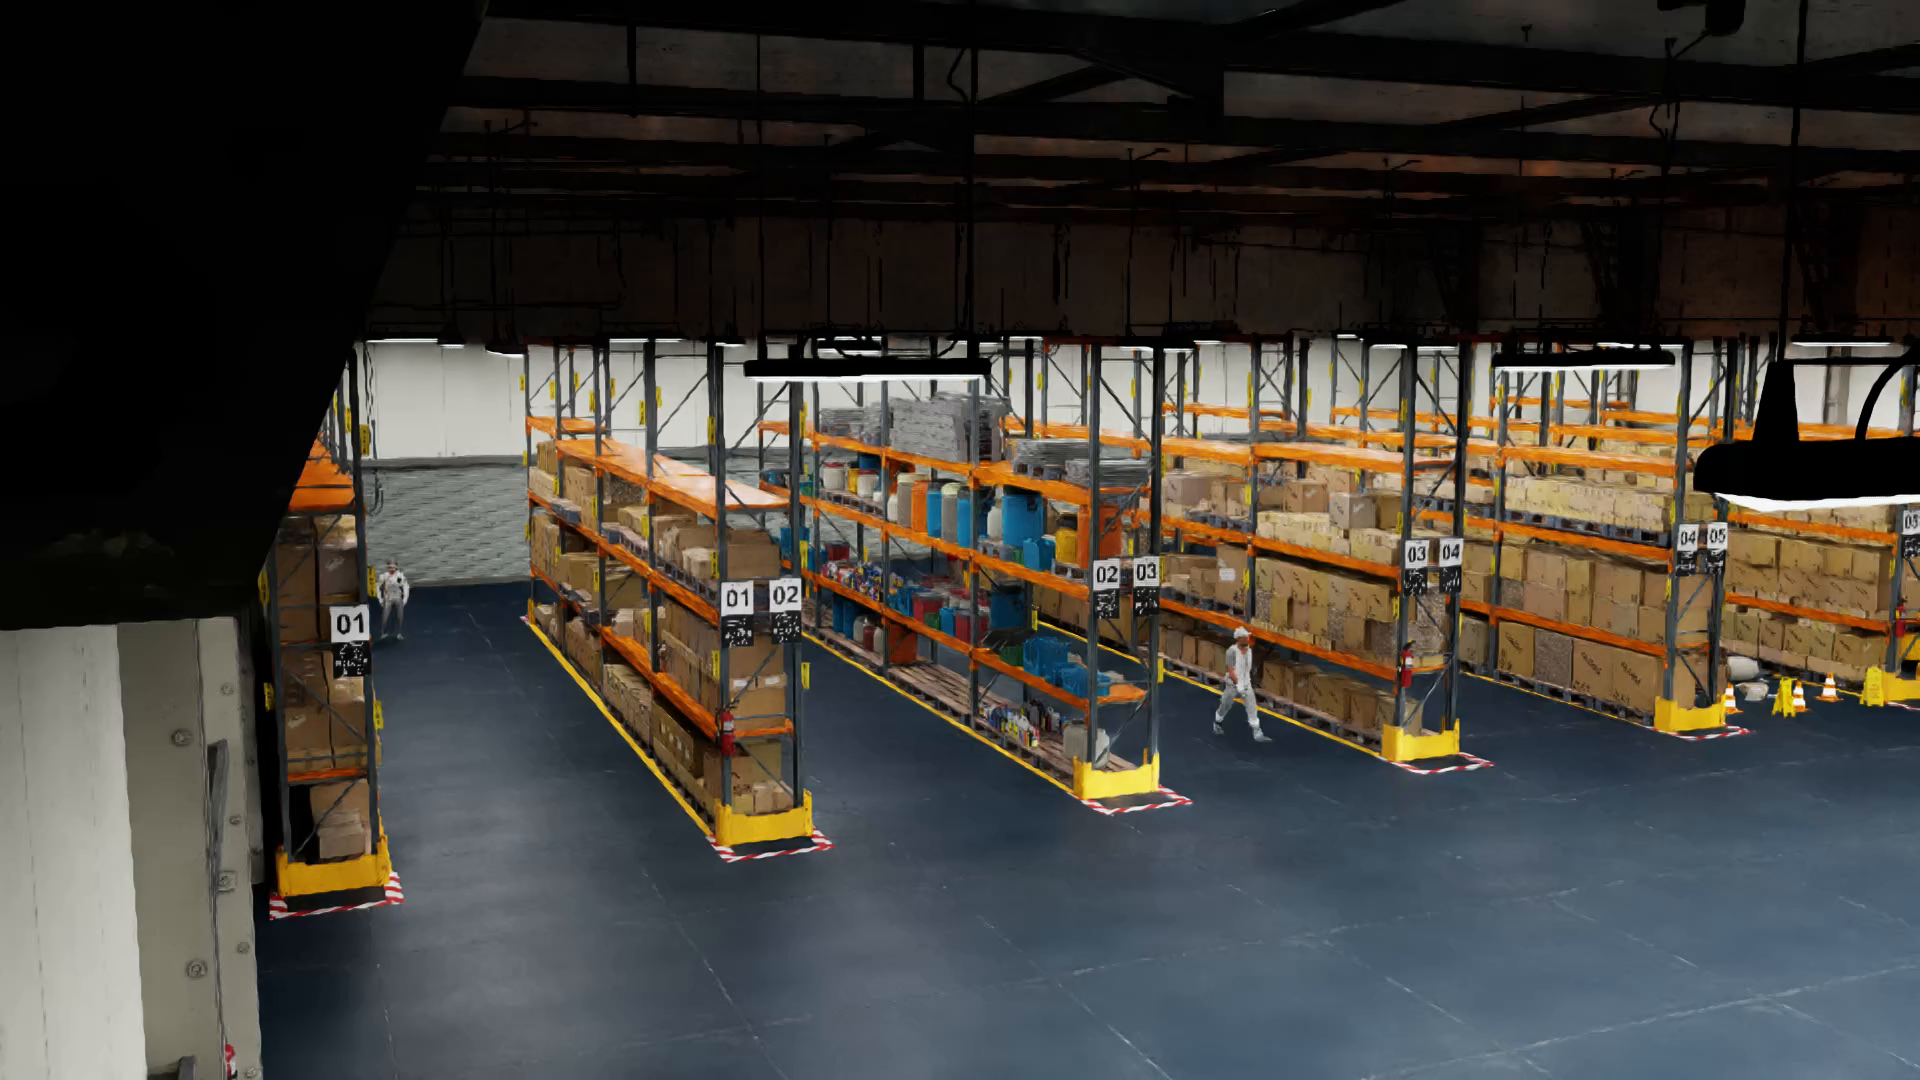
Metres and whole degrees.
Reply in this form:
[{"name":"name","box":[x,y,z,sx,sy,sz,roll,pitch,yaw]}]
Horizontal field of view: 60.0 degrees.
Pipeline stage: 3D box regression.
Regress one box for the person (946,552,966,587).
[{"name":"person","box":[-0.104,0.580,36.804,0.499,1.719,0.638,-4,9,-27]}]

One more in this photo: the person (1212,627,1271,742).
[{"name":"person","box":[4.203,2.155,24.936,0.528,1.728,1.032,-5,9,-31]}]

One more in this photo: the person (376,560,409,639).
[{"name":"person","box":[-11.212,1.169,32.847,0.639,1.632,0.512,-4,8,-25]}]
